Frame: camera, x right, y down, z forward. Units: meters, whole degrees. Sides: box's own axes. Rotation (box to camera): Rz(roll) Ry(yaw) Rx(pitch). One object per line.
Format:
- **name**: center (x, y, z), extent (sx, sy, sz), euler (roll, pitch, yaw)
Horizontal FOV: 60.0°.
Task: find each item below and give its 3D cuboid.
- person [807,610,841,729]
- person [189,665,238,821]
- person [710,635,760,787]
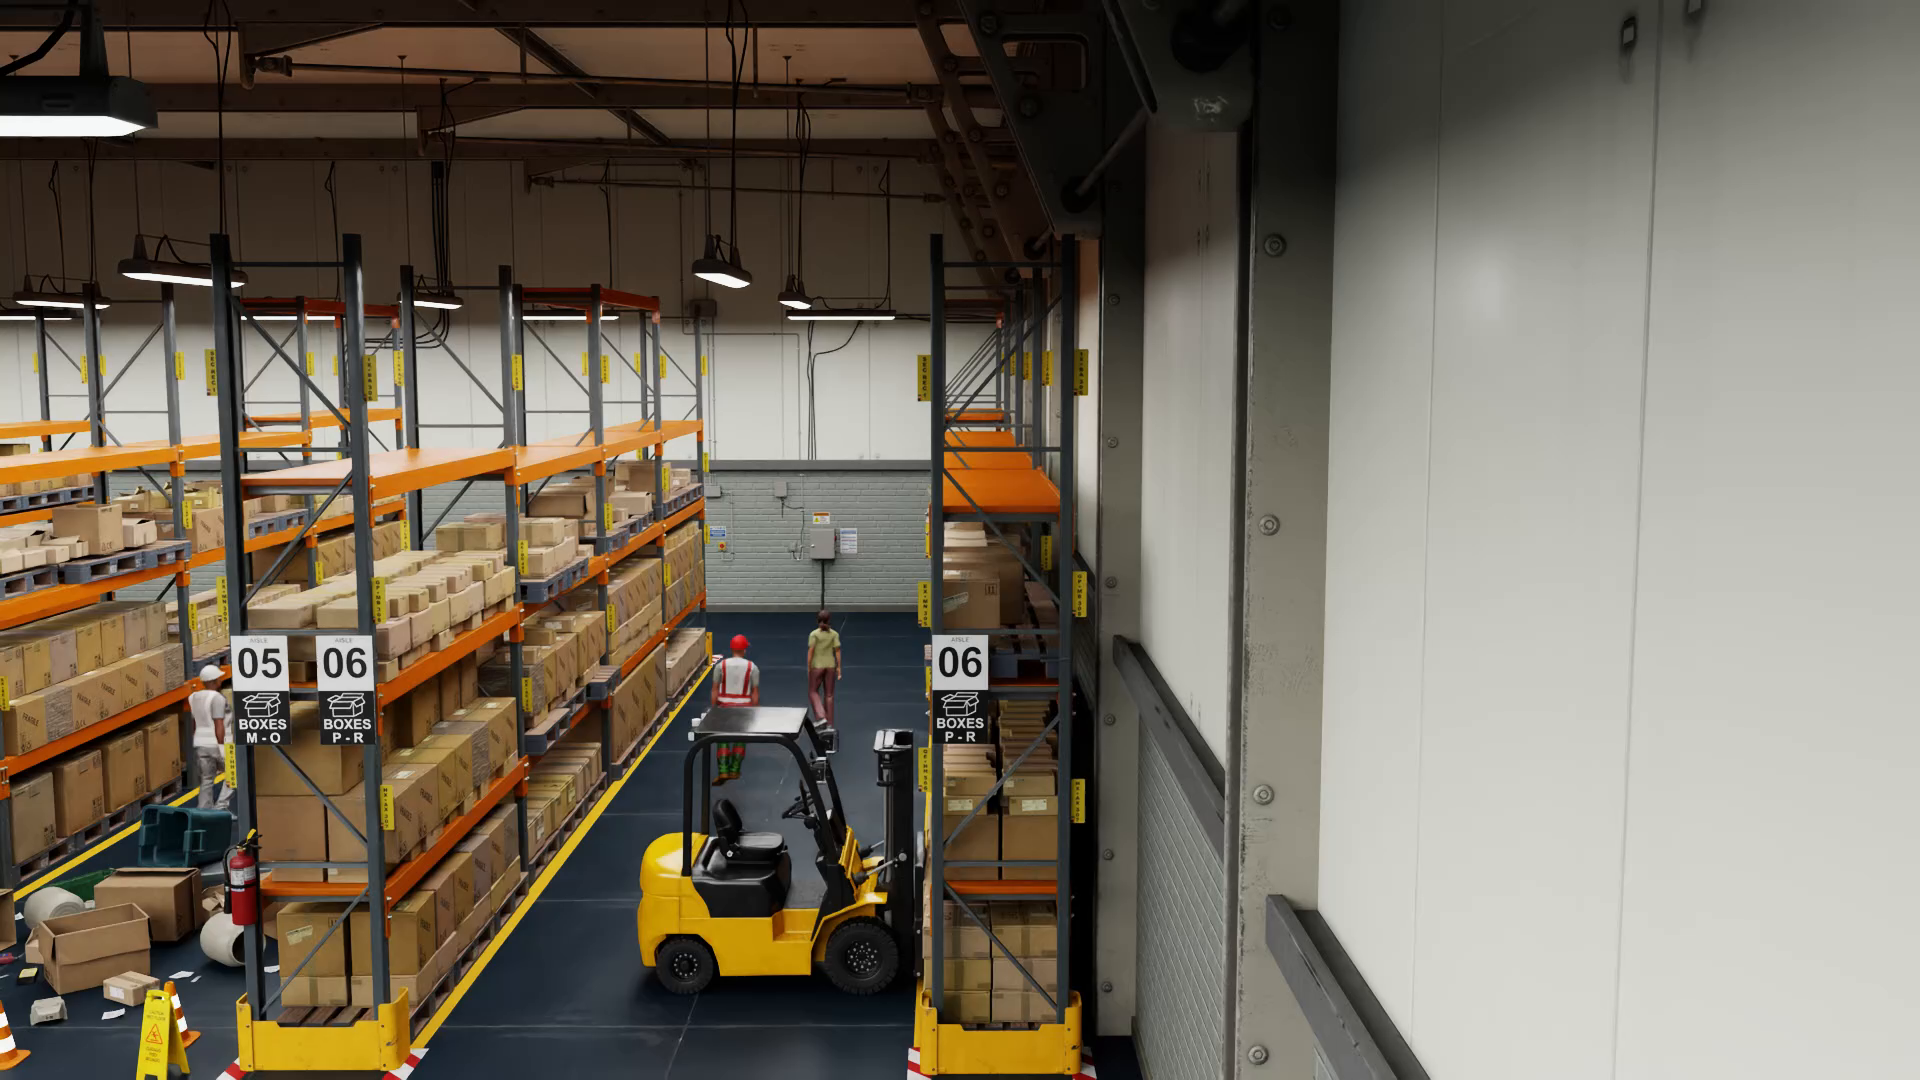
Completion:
- **person**: center (-1.872, 1.802, 22.965), extent (0.475, 1.673, 0.473), euler (-2, 7, -17)
- **person**: center (-8.210, 2.259, 18.262), extent (0.568, 1.765, 0.466), euler (1, 6, 9)
- **person**: center (-2.612, 1.980, 19.278), extent (0.593, 1.768, 0.507), euler (0, 6, 0)
